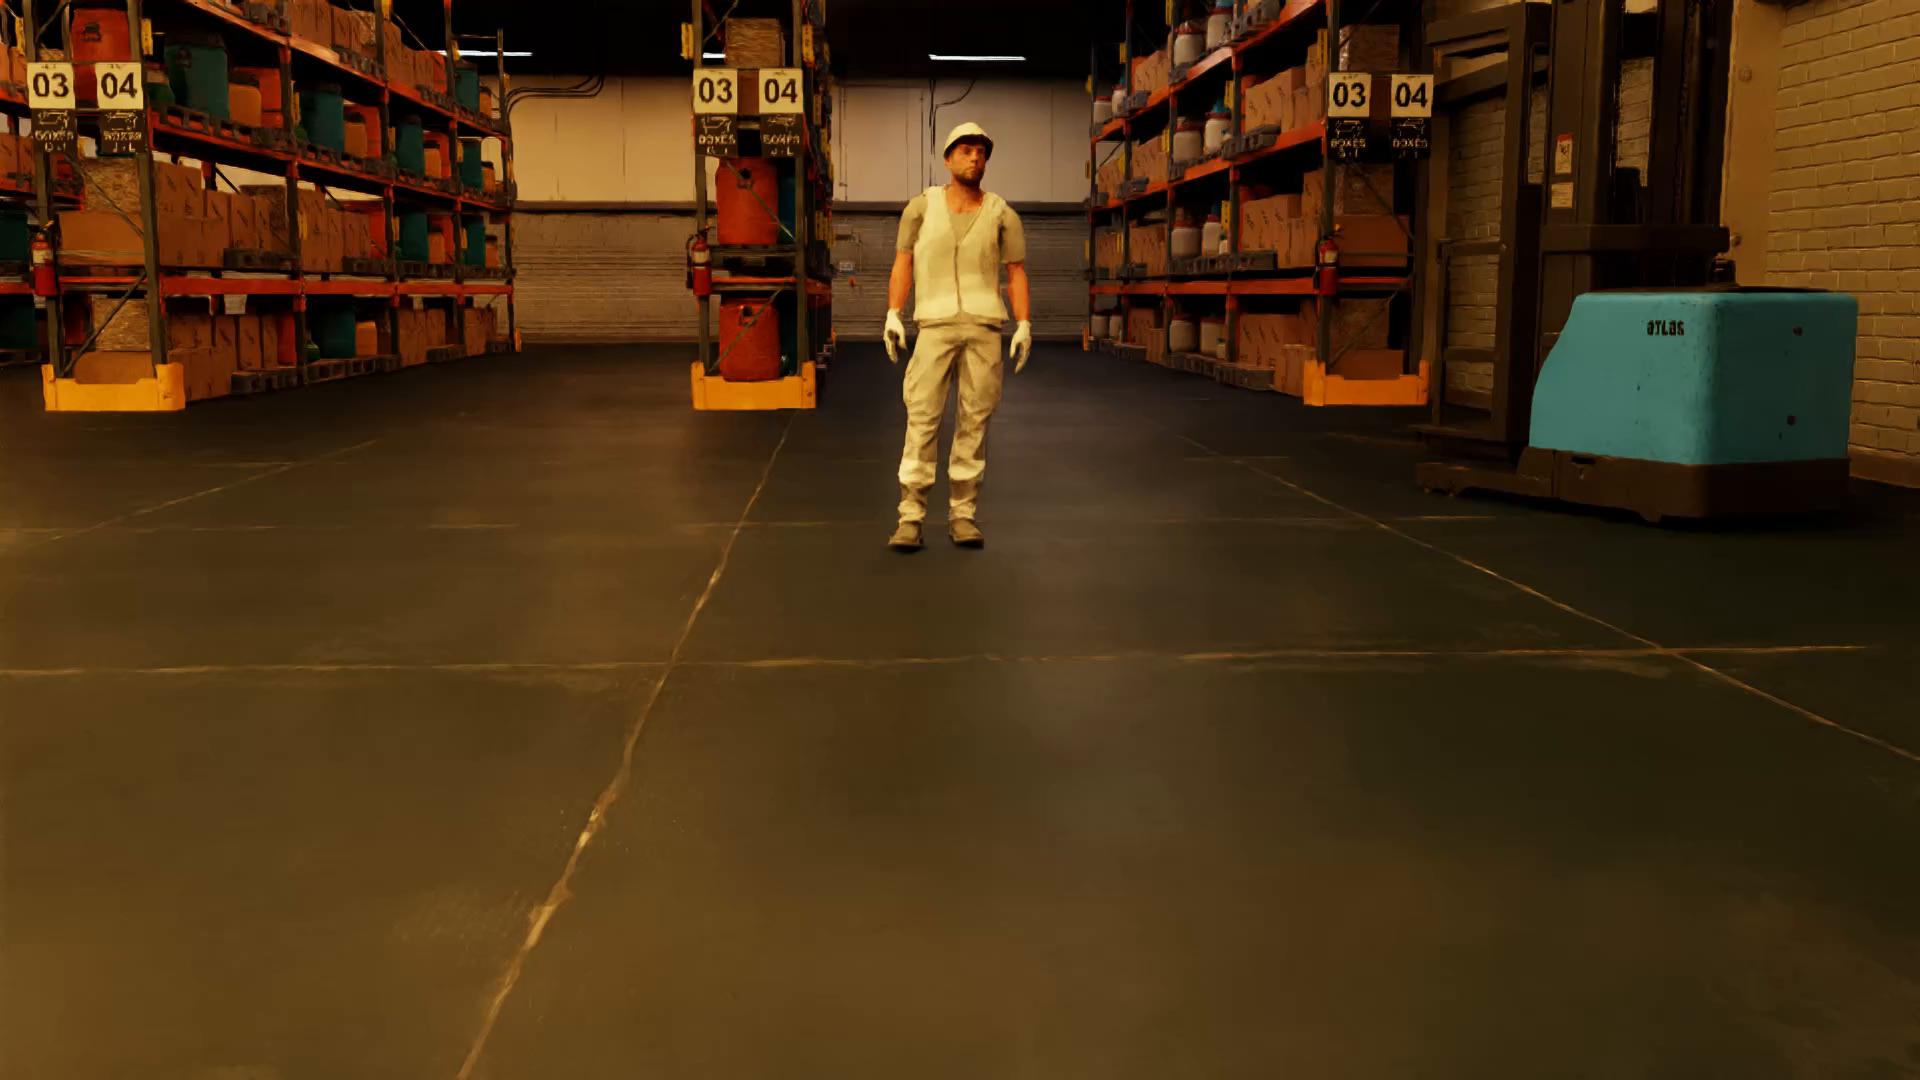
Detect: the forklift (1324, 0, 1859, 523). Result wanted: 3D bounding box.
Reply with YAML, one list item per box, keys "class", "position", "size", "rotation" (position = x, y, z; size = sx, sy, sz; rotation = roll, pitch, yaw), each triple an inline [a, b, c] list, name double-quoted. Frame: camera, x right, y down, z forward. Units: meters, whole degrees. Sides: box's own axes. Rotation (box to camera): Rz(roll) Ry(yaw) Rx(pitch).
- class: "forklift"
  position: [3.151, -1.705, 8.812]
  size: [1.130, 2.935, 3.031]
  rotation: [-4, 9, -23]

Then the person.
- class: "person"
  position: [-0.006, -0.880, 7.097]
  size: [0.637, 1.787, 0.563]
  rotation: [-1, 8, -4]
